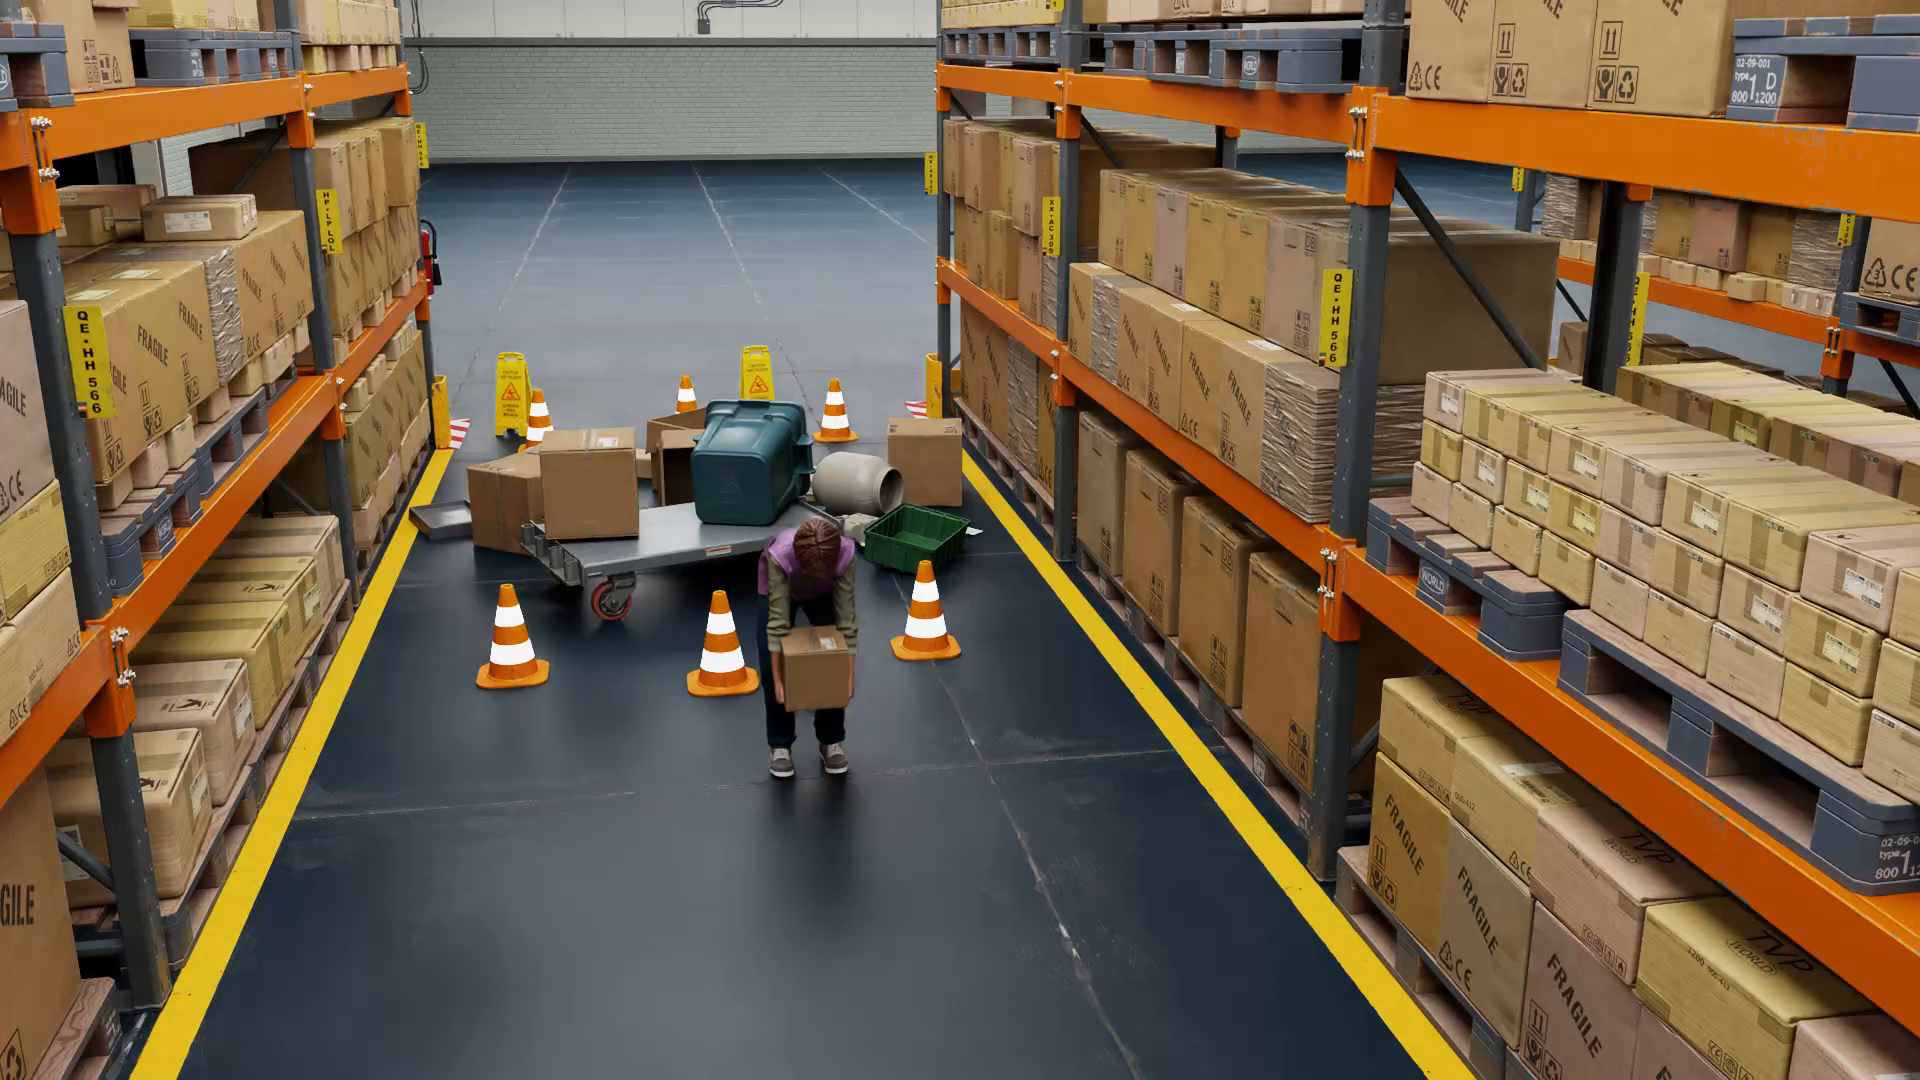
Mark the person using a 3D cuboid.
[{"bbox_3d":[-0.616,0.430,6.769,0.390,1.226,0.811,-4,17,-12],"label":"person"}]
